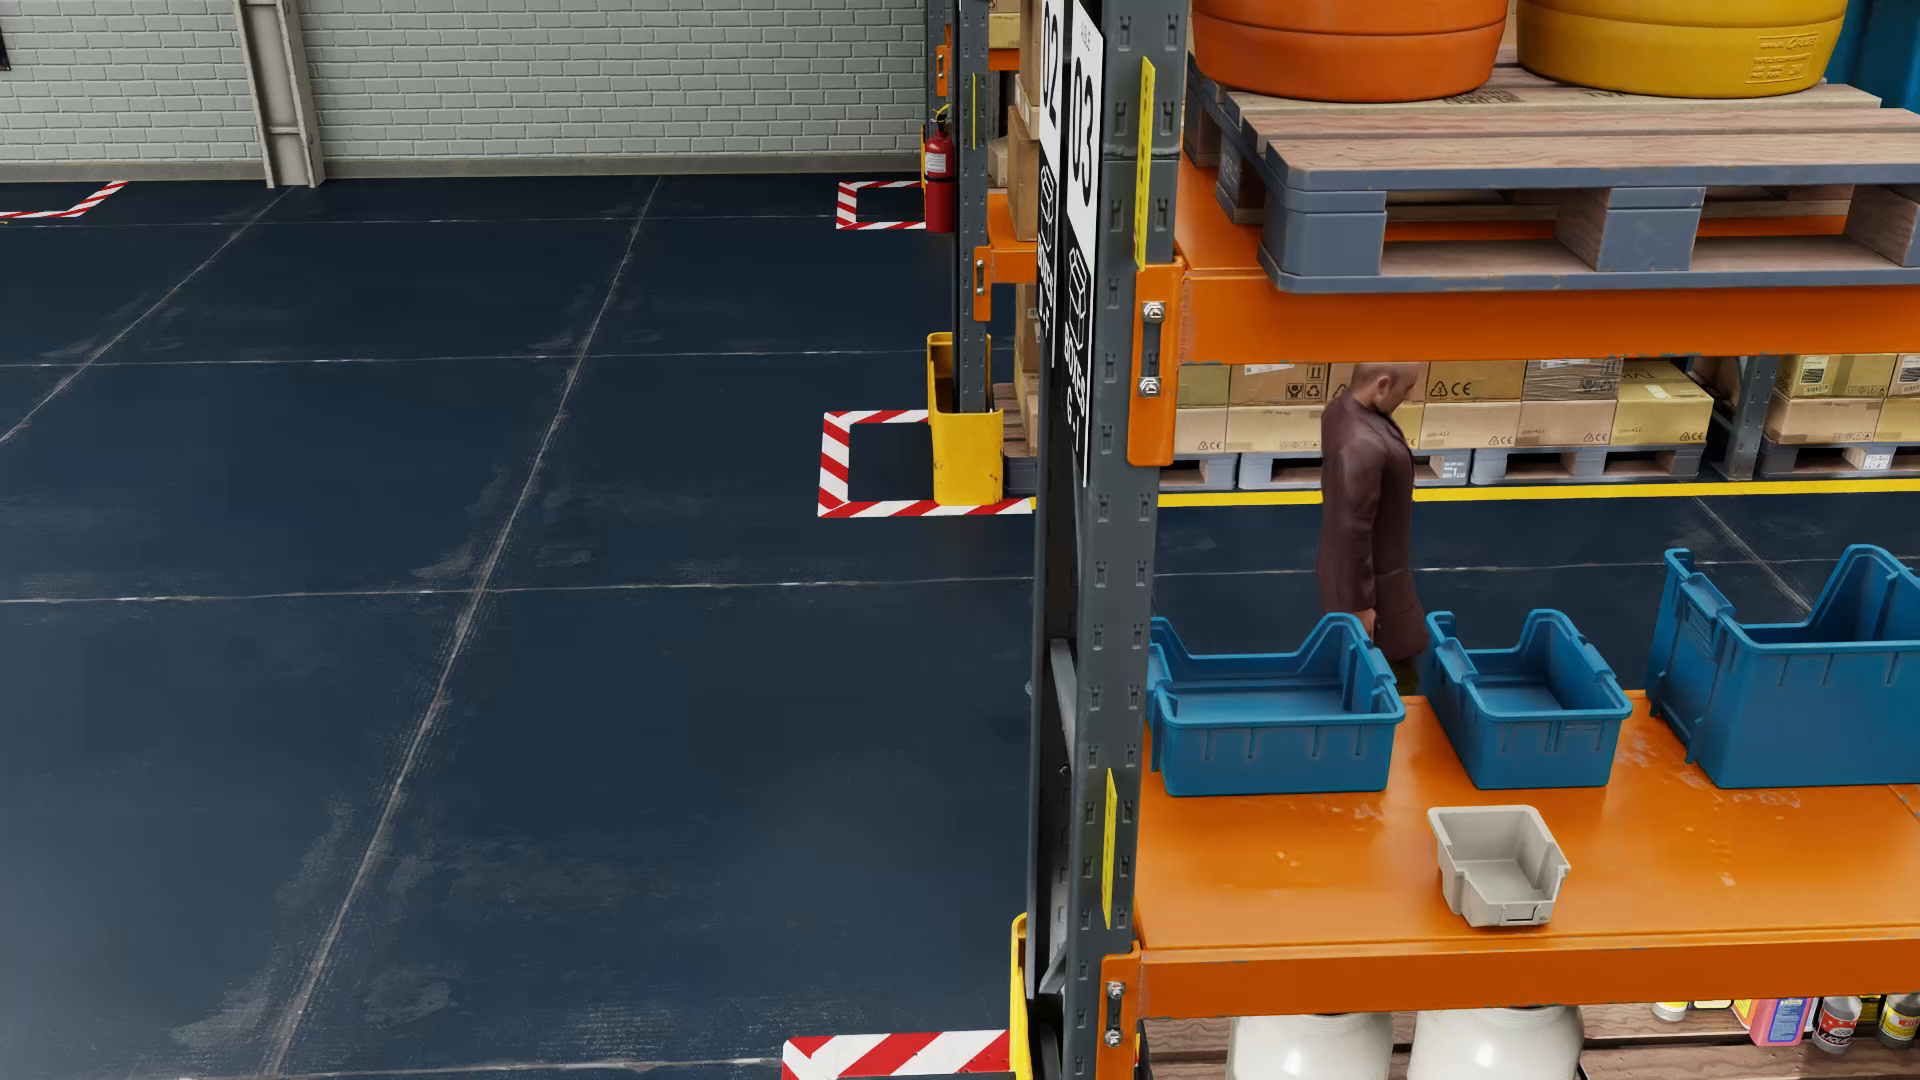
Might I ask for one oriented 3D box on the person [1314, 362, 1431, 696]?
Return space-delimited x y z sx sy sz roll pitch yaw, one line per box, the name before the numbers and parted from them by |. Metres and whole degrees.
person | 1.442 0.204 5.854 0.686 1.625 0.613 1 27 3
